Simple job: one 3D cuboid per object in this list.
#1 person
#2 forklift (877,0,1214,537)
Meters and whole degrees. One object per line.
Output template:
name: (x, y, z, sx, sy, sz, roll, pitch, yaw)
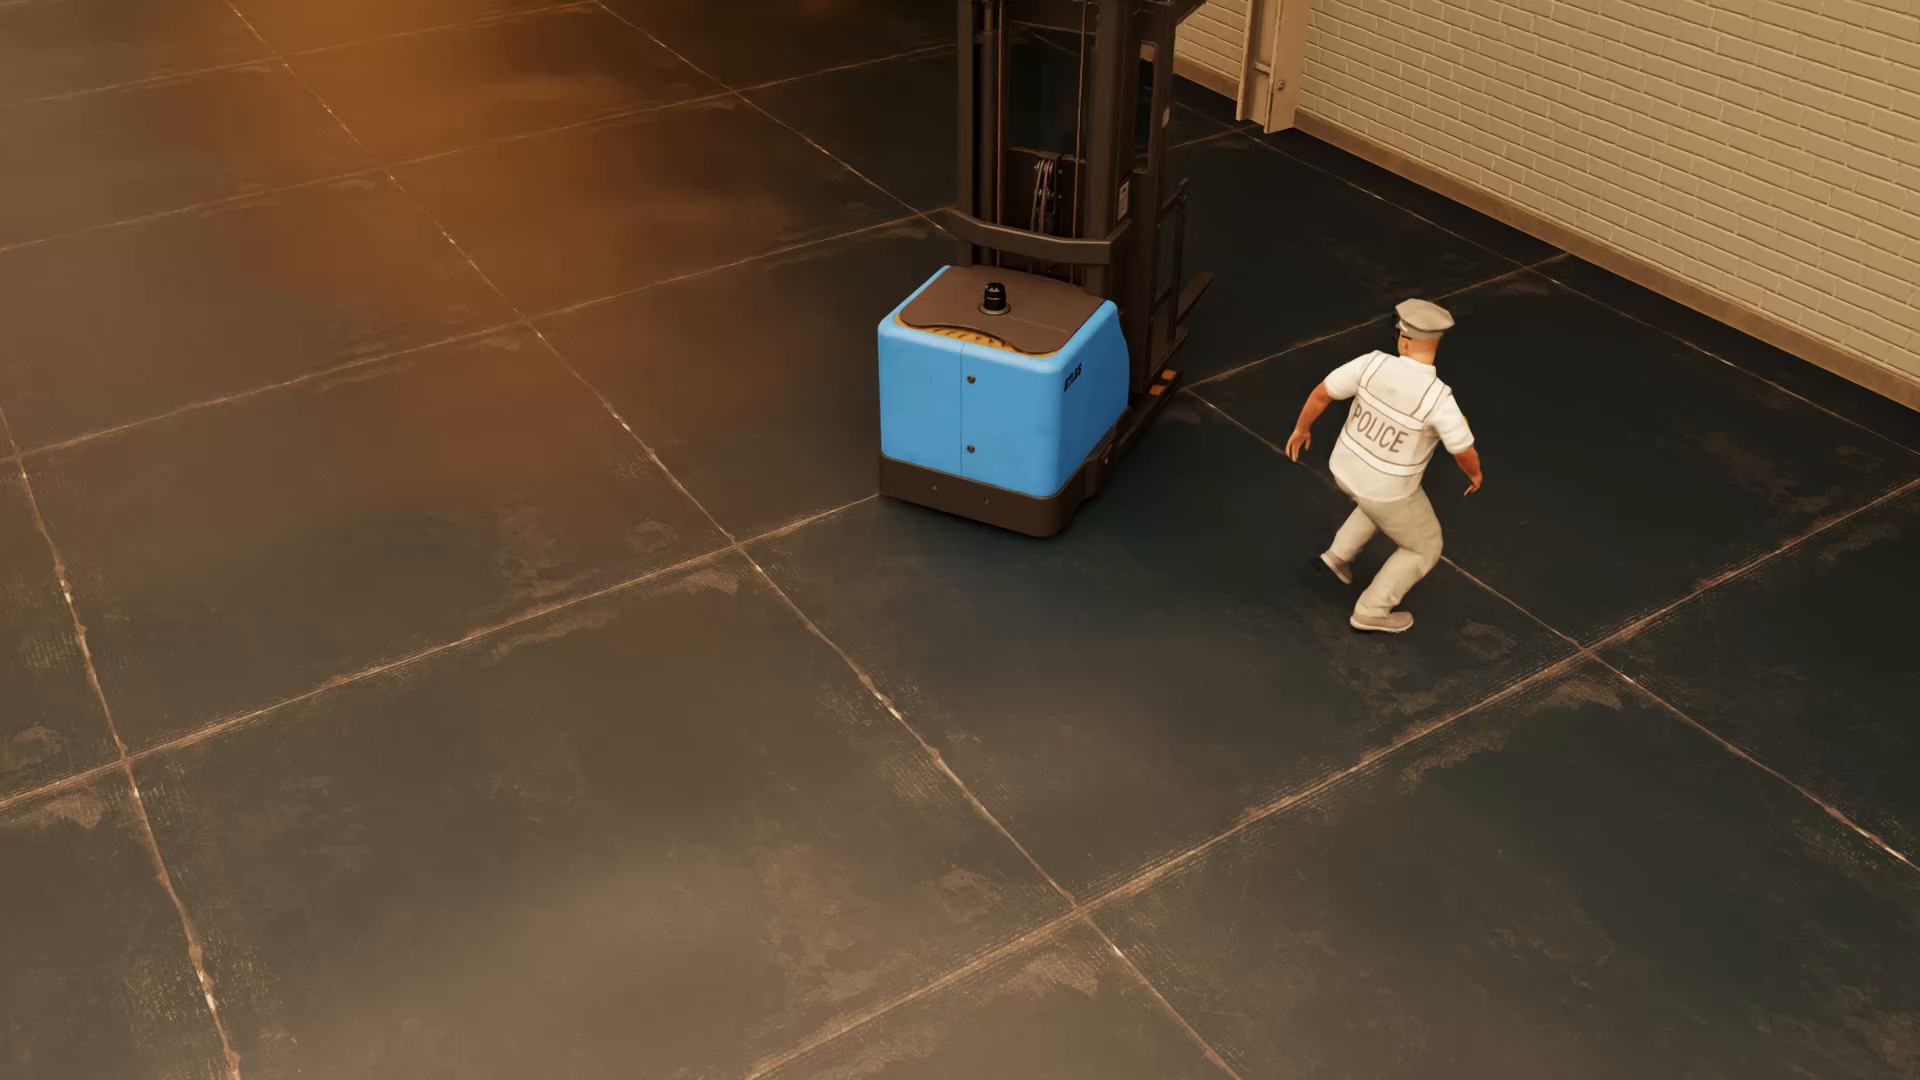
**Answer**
person: (2.010, -0.336, 7.750, 0.673, 1.671, 0.774, -17, 39, -23)
forklift: (0.671, -2.048, 9.062, 1.130, 2.935, 3.031, 16, 38, 21)
